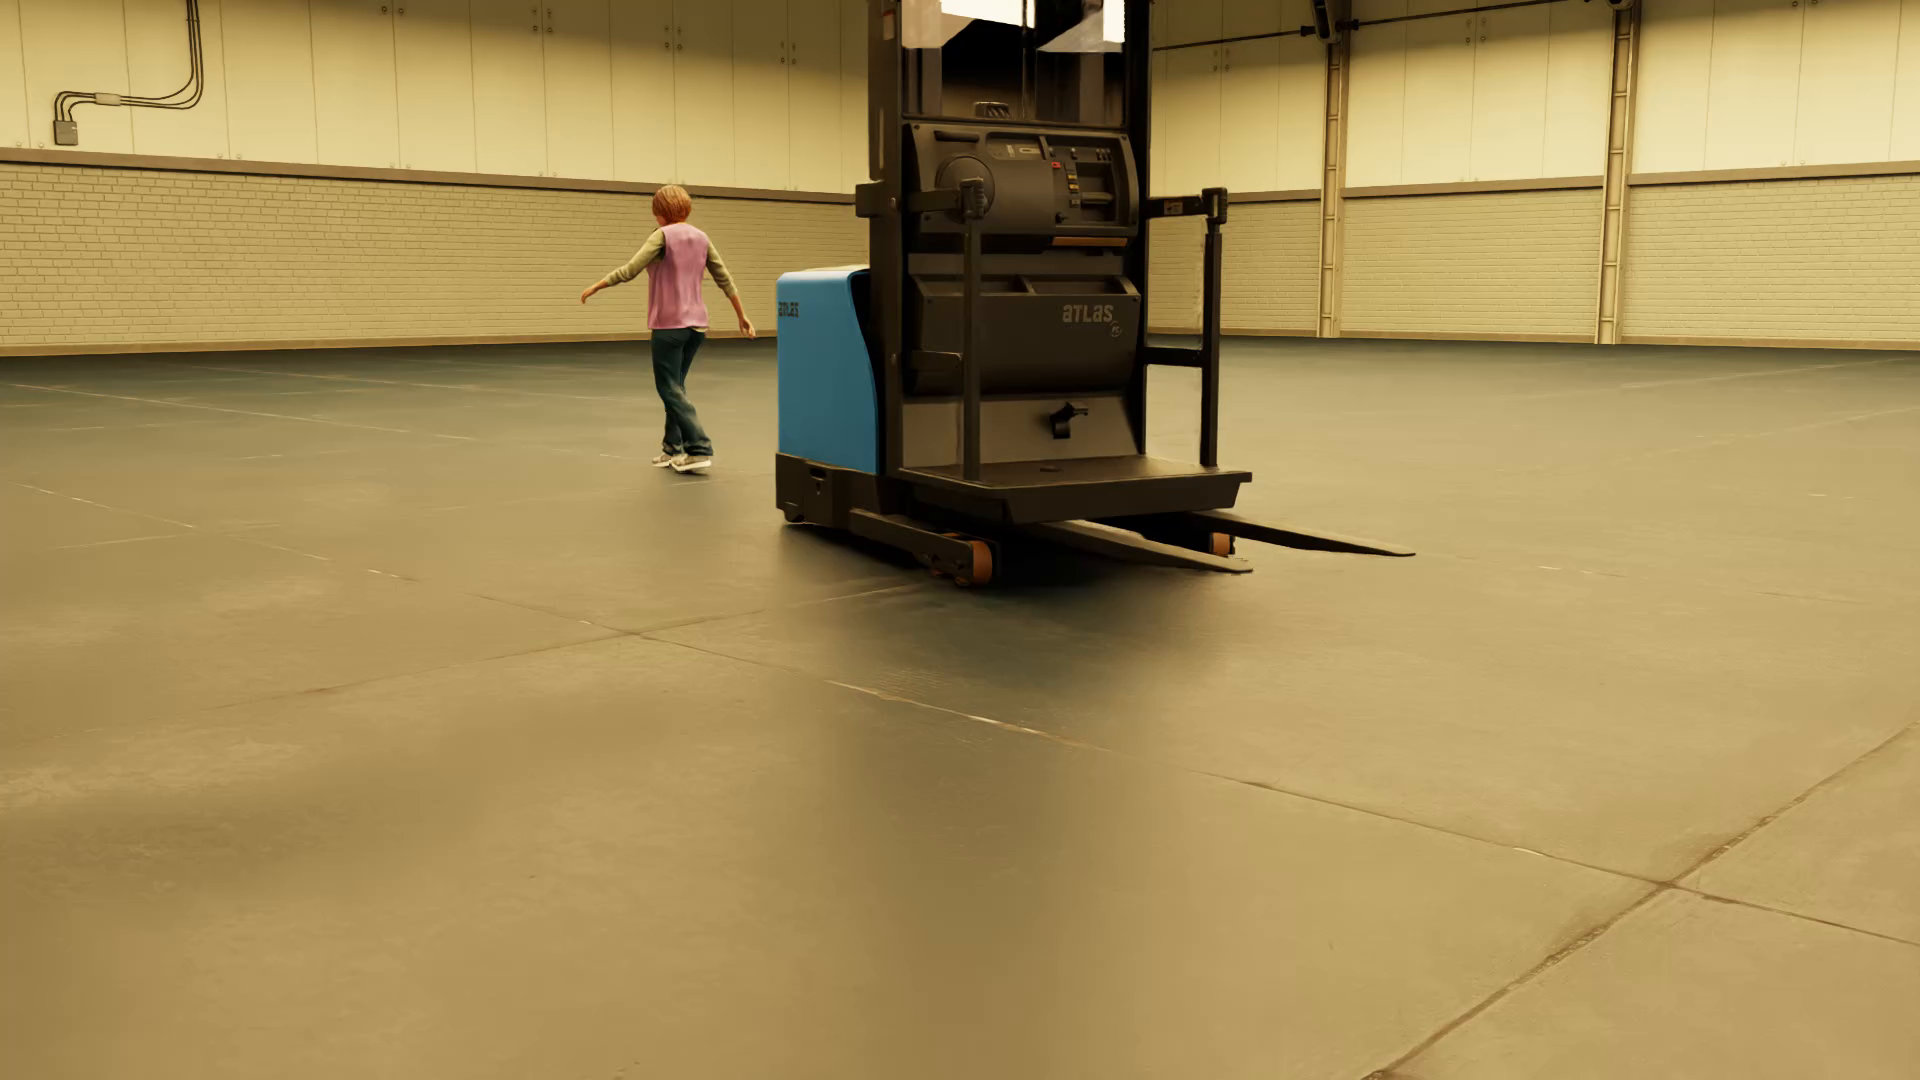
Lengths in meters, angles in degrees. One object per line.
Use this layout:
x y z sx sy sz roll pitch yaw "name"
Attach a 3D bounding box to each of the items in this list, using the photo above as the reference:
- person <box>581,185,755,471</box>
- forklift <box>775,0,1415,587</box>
-1.571 -1.164 9.246 0.708 1.573 0.822 7 11 39 "person"
0.348 -1.364 5.931 1.130 2.935 3.031 -5 10 -28 "forklift"
